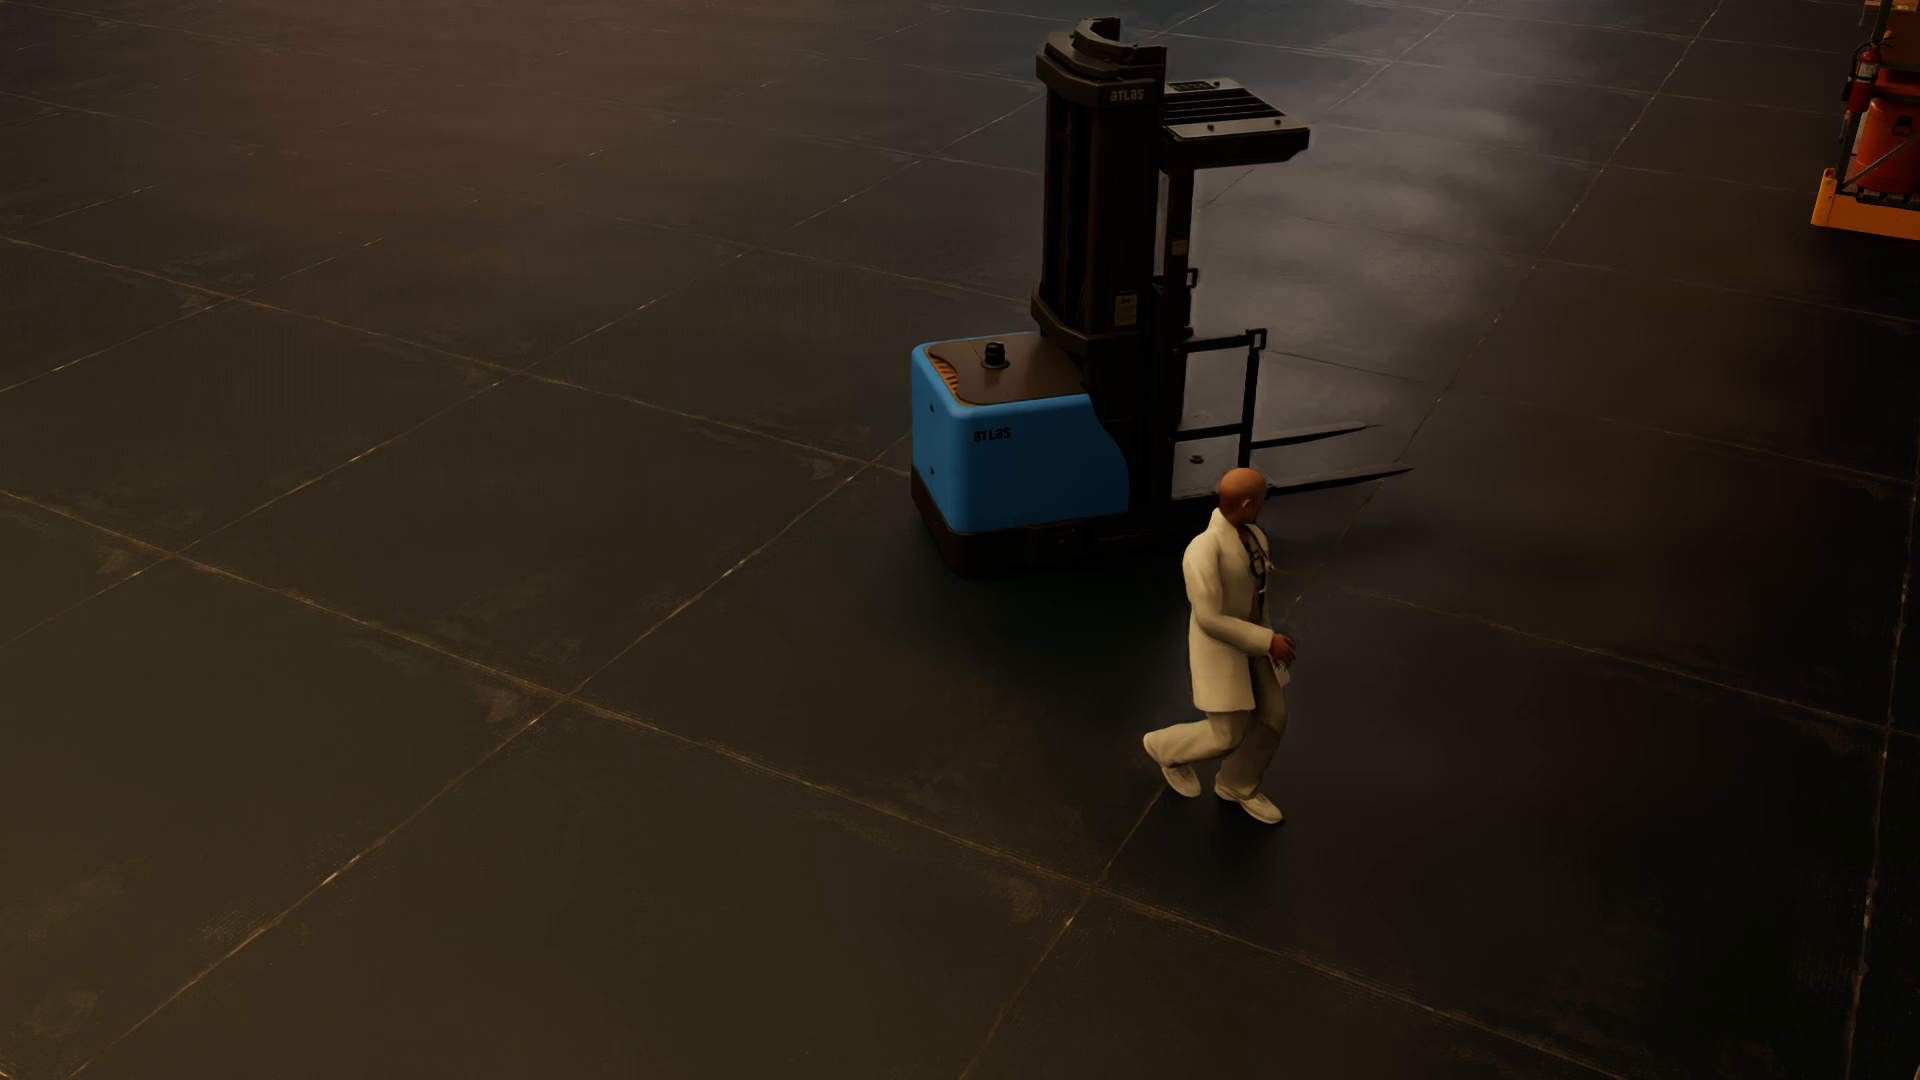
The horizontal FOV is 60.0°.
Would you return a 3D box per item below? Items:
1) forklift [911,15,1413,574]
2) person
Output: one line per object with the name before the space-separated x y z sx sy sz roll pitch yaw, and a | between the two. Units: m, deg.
forklift | 1.273 -1.476 9.628 3.031 2.935 1.130 -8 31 -14
person | 1.250 0.458 7.503 0.740 1.719 0.688 -25 38 -36
